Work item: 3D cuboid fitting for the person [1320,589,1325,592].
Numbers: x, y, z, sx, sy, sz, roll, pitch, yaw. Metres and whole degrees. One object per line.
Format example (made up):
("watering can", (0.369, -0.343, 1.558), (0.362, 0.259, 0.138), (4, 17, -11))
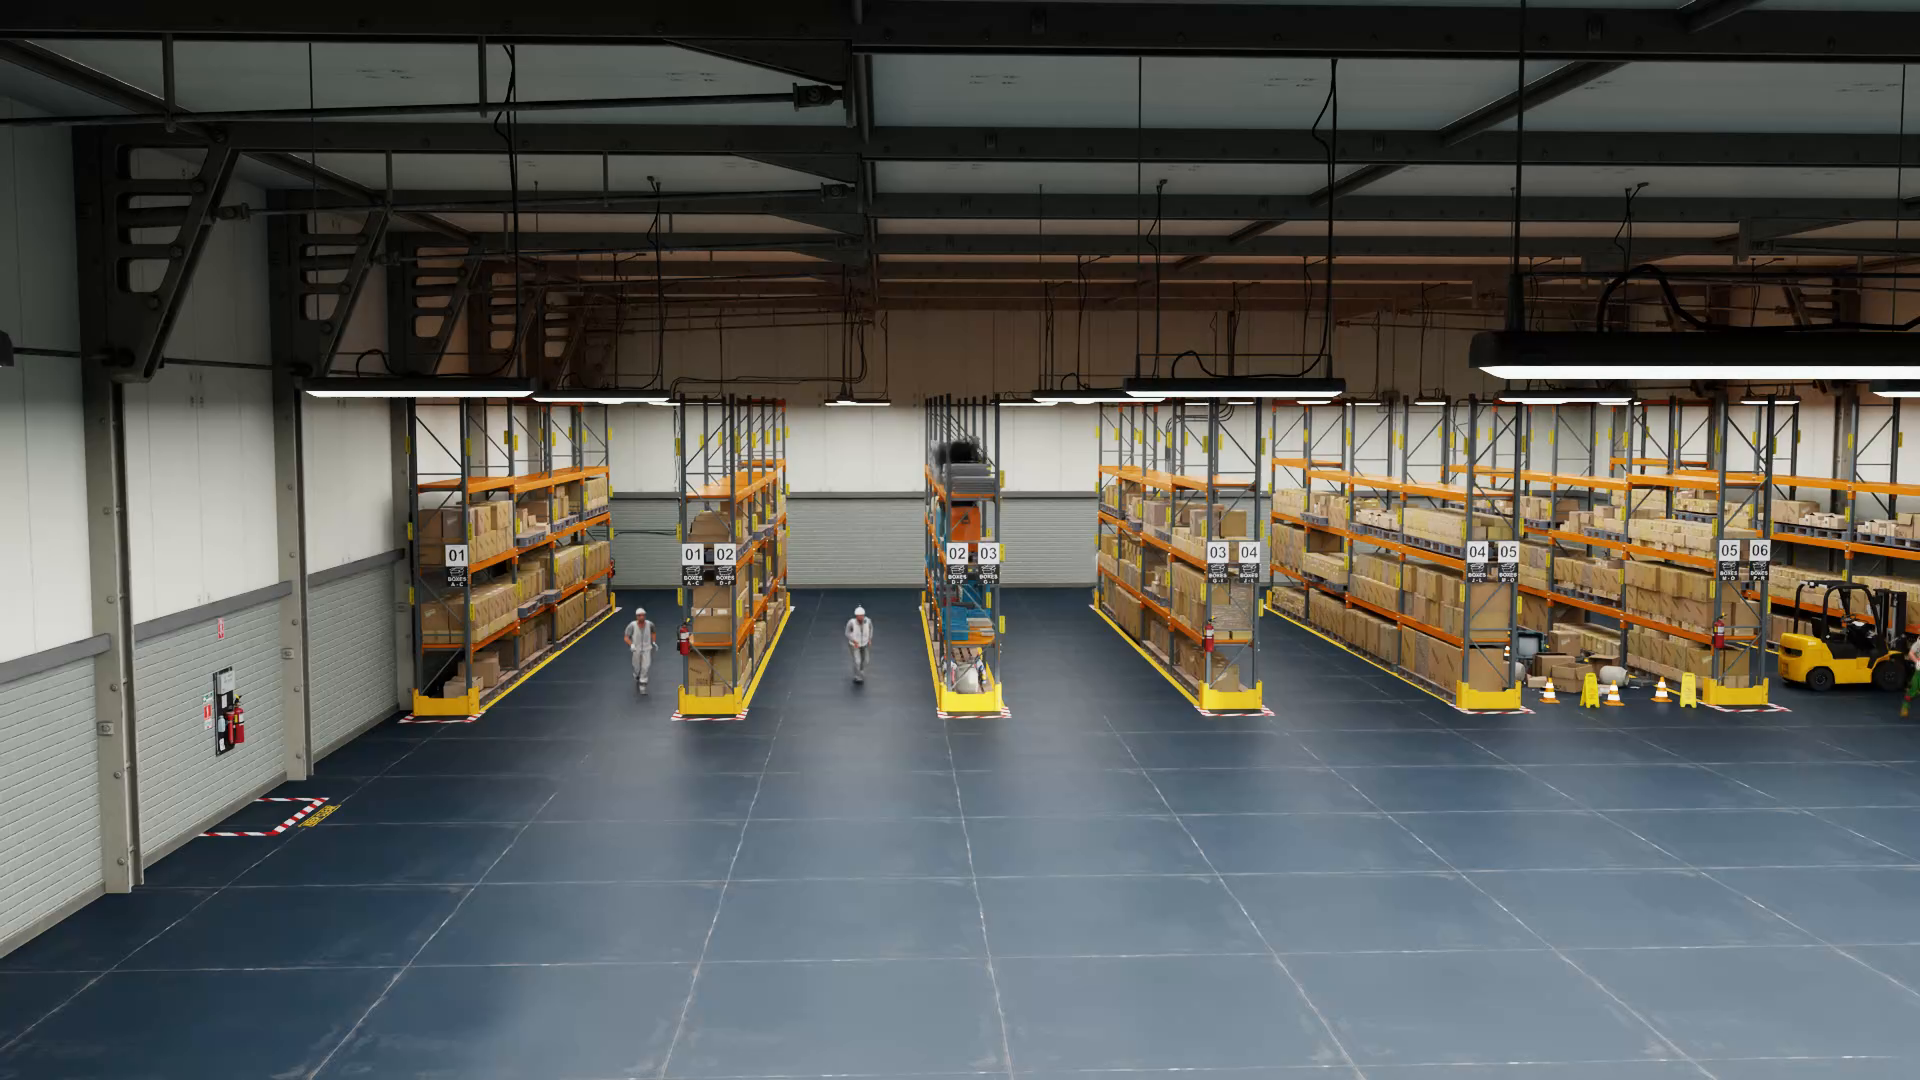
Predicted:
("person", (10.782, 1.043, 49.102), (0.891, 1.651, 0.604), (-2, 5, -25))

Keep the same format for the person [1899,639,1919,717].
("person", (17.676, 2.401, 30.297), (0.711, 1.768, 1.010), (1, 5, 7))

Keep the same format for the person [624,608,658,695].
("person", (-6.423, 2.218, 33.440), (0.659, 1.739, 0.824), (-1, 5, -15))

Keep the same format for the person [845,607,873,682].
("person", (-2.120, 2.164, 34.809), (0.642, 1.615, 0.922), (-2, 5, -26))

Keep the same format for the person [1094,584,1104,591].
("person", (4.425, 0.987, 49.403), (0.892, 1.704, 0.634), (3, 5, 29))
